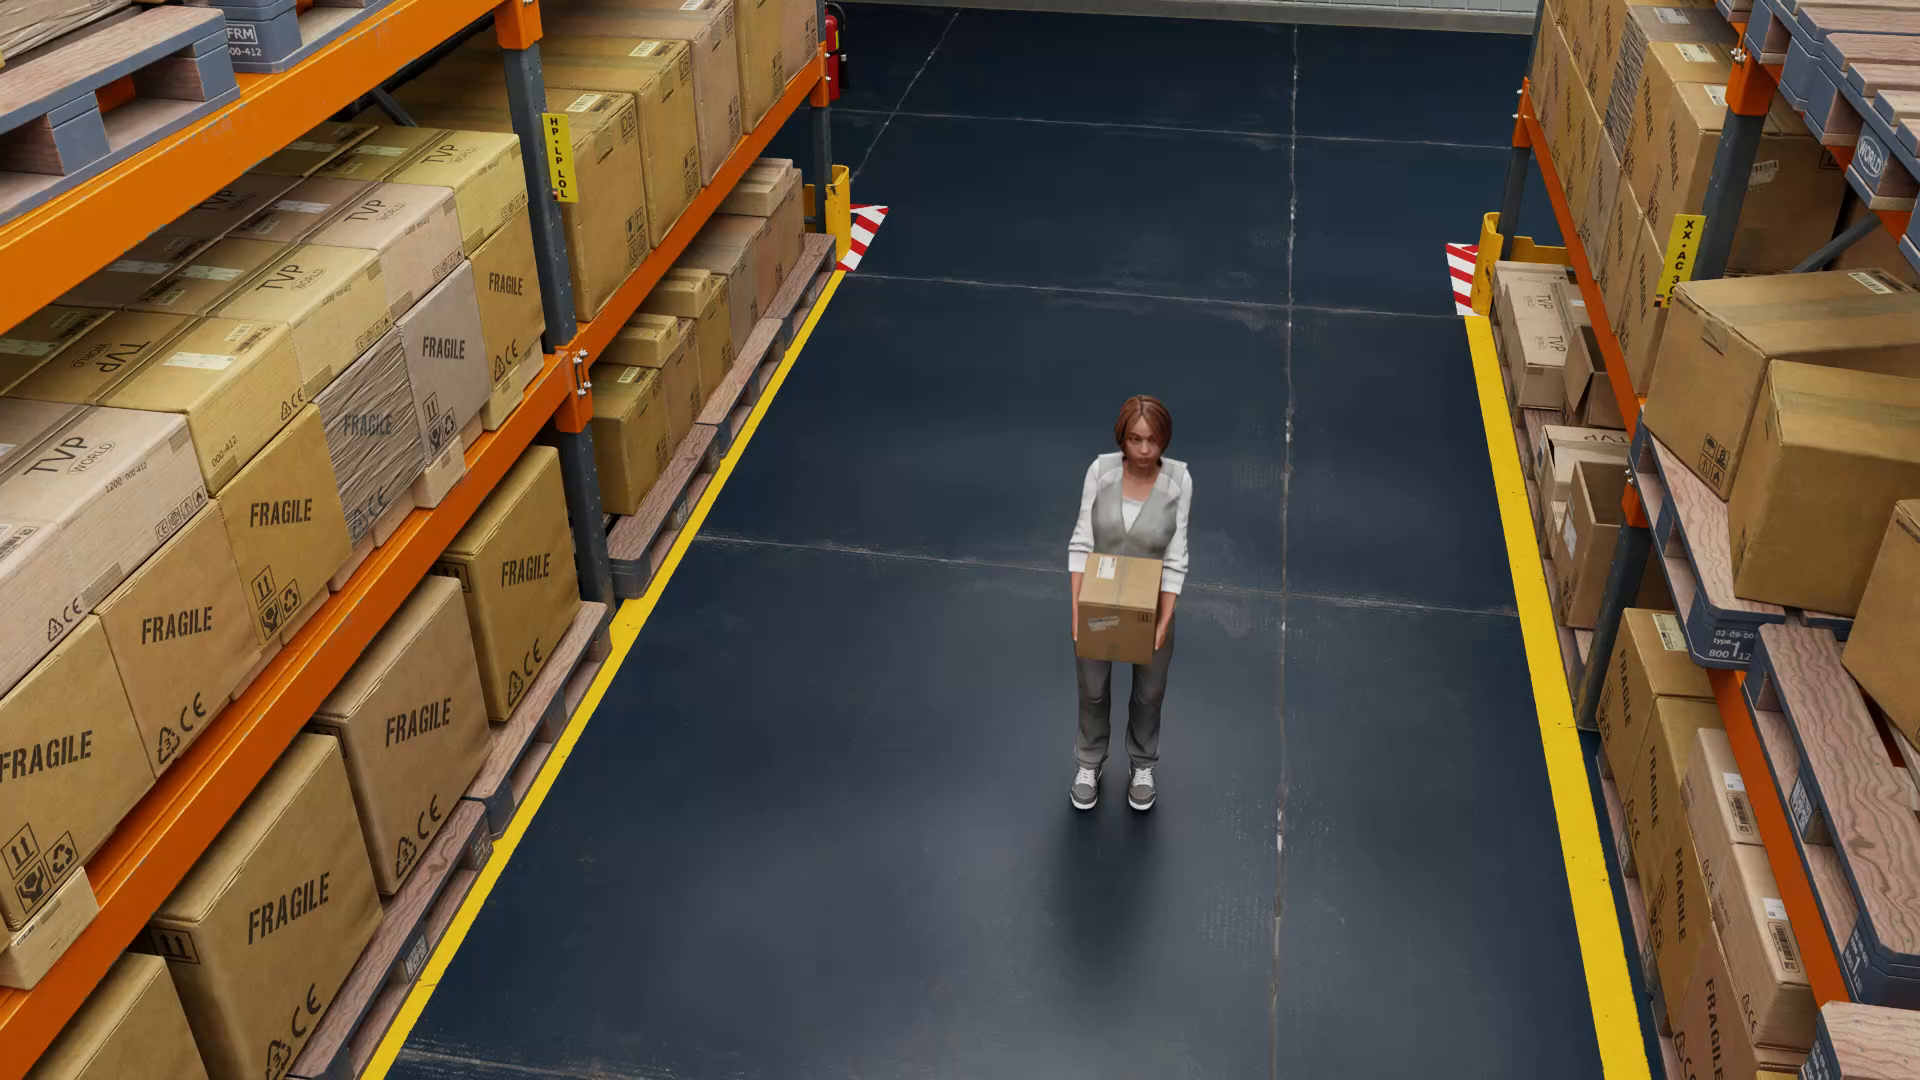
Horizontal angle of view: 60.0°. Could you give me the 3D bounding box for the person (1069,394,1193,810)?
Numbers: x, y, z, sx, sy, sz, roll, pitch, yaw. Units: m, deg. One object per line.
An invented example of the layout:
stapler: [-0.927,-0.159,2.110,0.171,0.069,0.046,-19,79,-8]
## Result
person: [0.565,0.277,5.724,0.404,1.590,0.499,6,33,9]
